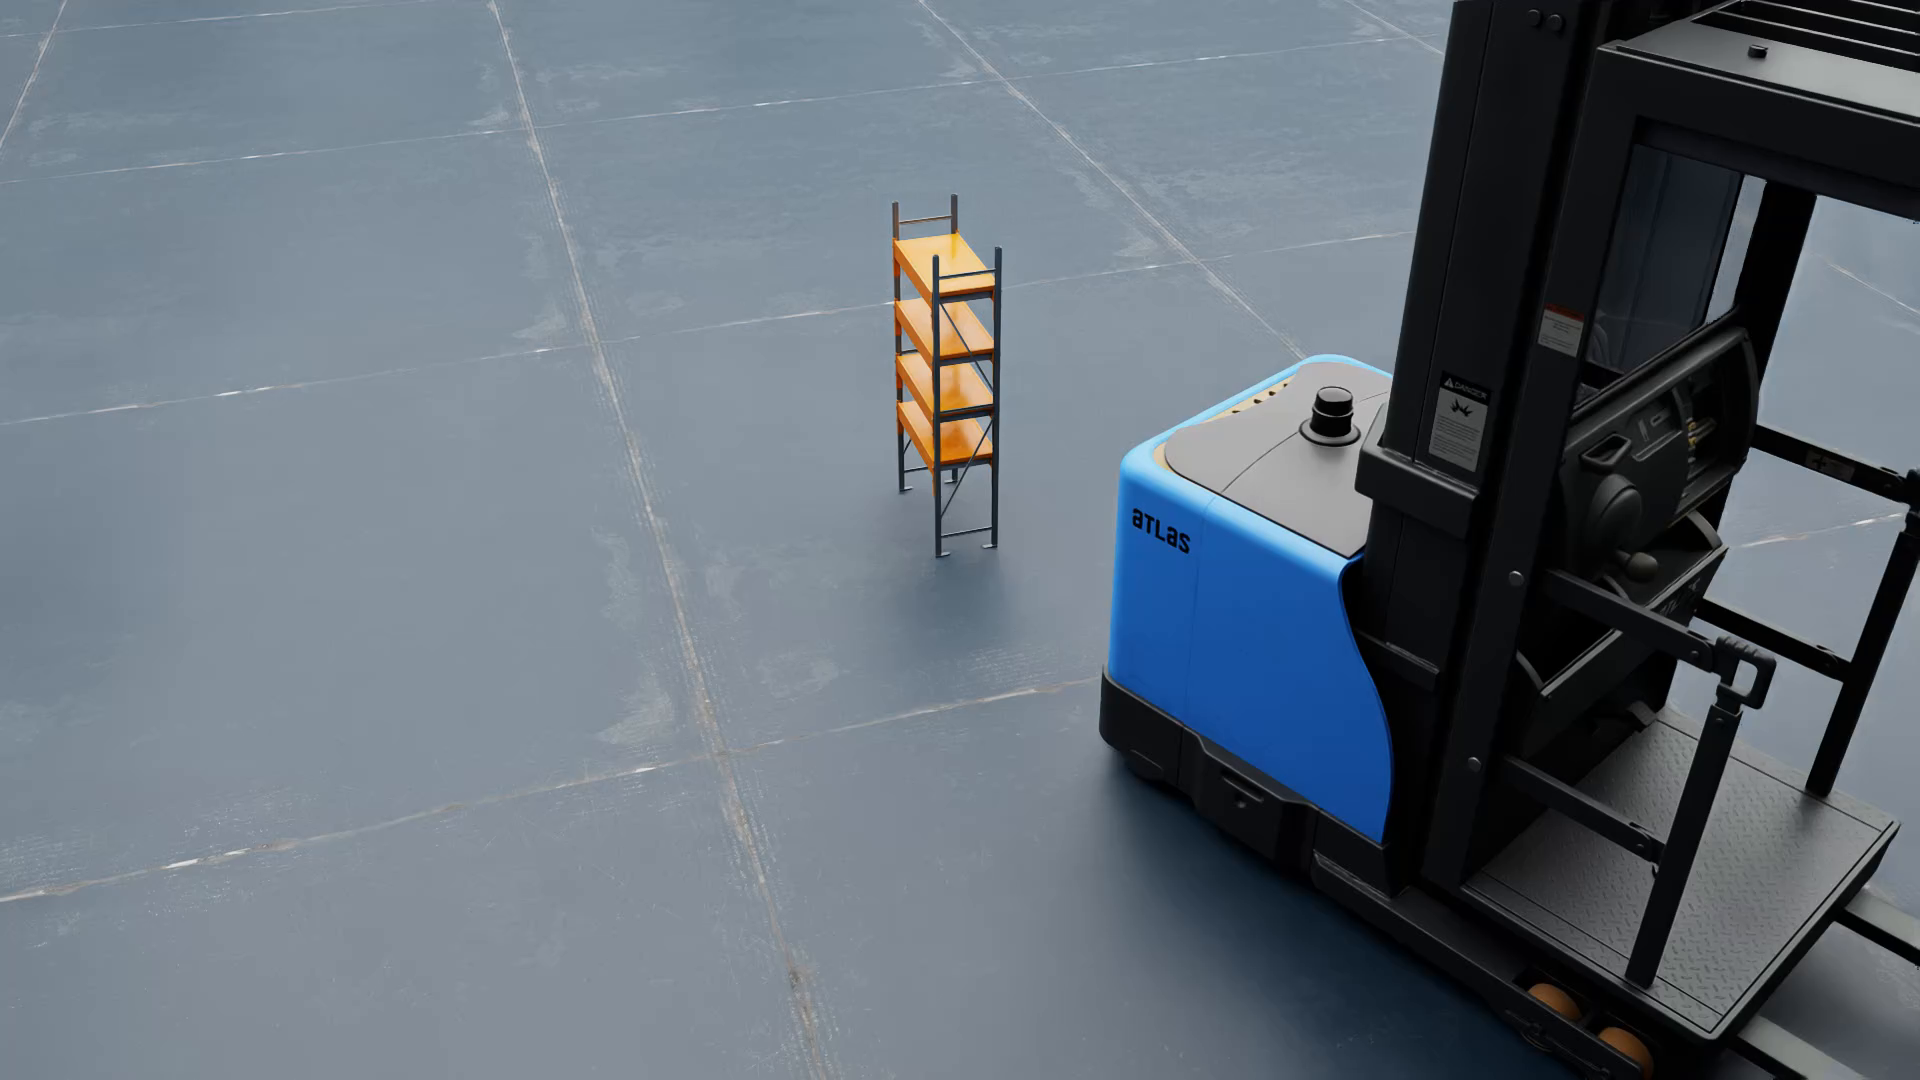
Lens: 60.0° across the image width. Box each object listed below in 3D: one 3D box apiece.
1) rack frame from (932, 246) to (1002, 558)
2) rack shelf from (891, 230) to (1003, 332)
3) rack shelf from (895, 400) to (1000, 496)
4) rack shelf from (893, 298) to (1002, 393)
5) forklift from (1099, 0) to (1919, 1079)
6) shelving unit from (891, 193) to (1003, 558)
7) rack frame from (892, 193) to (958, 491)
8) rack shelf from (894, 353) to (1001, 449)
[{"bbox_3d":[0.024,-0.459,5.857,0.240,1.200,0.015,-10,35,-15],"label":"rack frame"},{"bbox_3d":[-0.051,-0.915,5.834,0.258,0.148,0.480,-10,35,-15],"label":"rack shelf"},{"bbox_3d":[-0.051,-0.366,6.197,0.258,0.148,0.480,-10,35,-15],"label":"rack shelf"},{"bbox_3d":[-0.051,-0.718,5.964,0.258,0.148,0.480,-10,35,-15],"label":"rack shelf"},{"bbox_3d":[1.810,-0.158,3.830,1.130,2.935,3.031,-27,42,-35],"label":"forklift"},{"bbox_3d":[-0.051,-0.587,6.051,0.258,1.200,0.503,-10,35,-15],"label":"shelving unit"},{"bbox_3d":[-0.125,-0.716,6.245,0.240,1.200,0.015,-10,35,-15],"label":"rack frame"},{"bbox_3d":[-0.051,-0.531,6.088,0.258,0.148,0.480,-10,35,-15],"label":"rack shelf"}]
